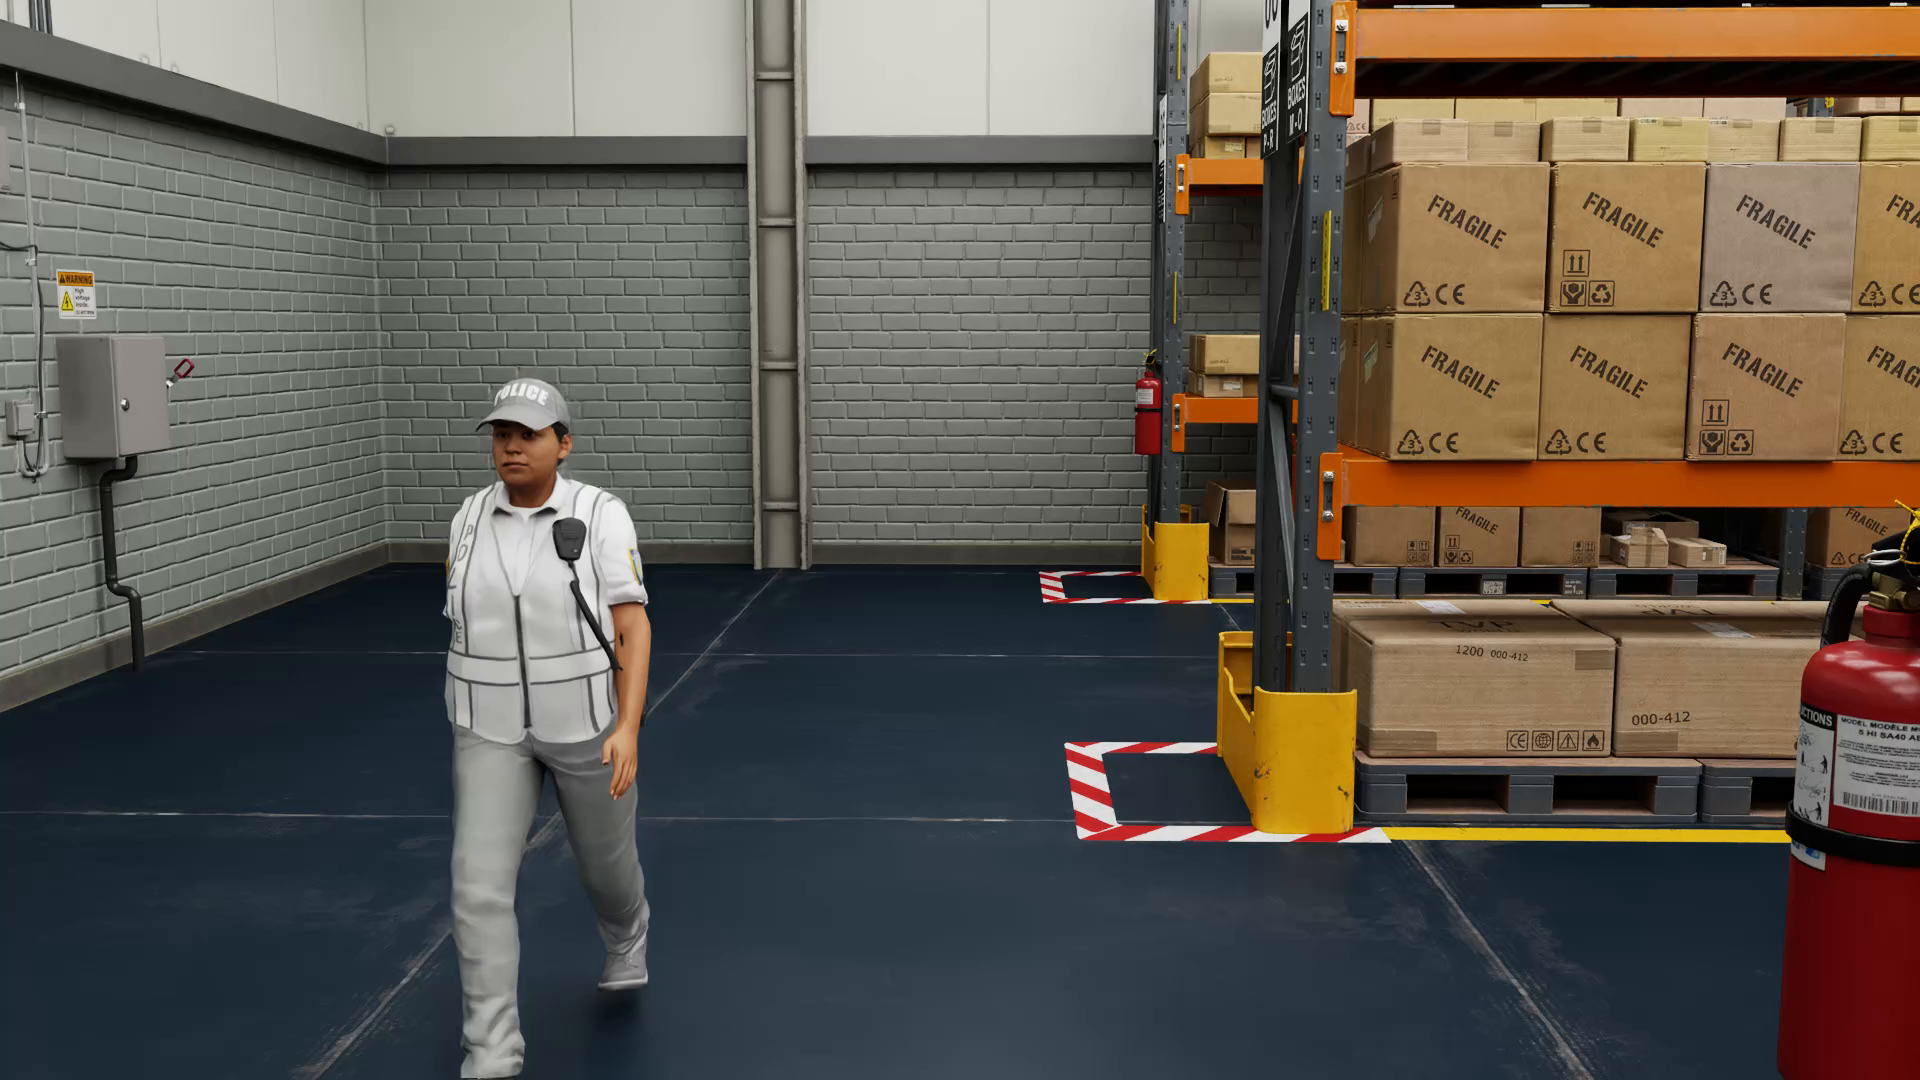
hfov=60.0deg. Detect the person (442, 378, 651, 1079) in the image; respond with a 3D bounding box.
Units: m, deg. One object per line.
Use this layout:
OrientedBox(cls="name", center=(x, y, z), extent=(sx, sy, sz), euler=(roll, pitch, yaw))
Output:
OrientedBox(cls="person", center=(-0.950, 0.434, 3.863), extent=(0.485, 1.613, 1.005), euler=(0, 7, -3))
